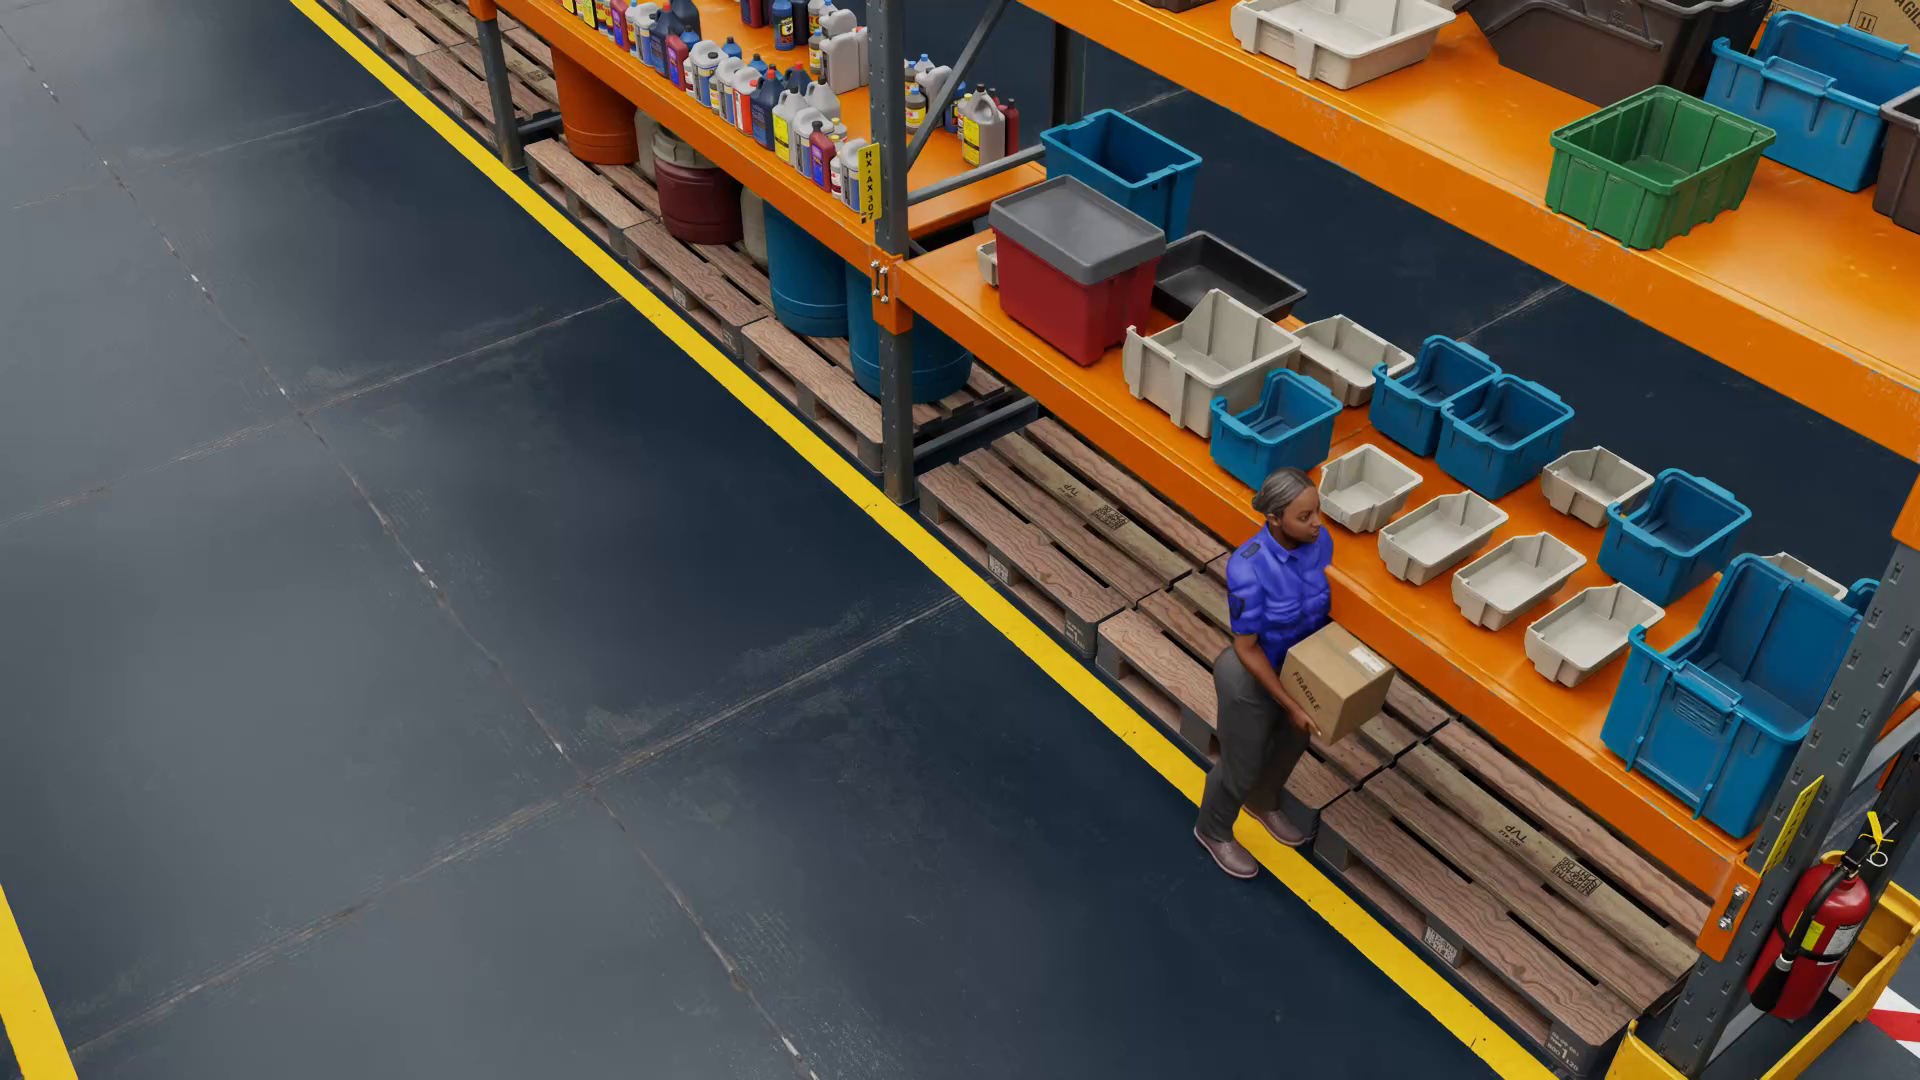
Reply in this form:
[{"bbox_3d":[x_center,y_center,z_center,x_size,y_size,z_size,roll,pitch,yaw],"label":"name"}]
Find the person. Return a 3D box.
[{"bbox_3d":[1.101,0.497,5.586,0.449,1.646,0.519,-27,47,-28],"label":"person"}]
